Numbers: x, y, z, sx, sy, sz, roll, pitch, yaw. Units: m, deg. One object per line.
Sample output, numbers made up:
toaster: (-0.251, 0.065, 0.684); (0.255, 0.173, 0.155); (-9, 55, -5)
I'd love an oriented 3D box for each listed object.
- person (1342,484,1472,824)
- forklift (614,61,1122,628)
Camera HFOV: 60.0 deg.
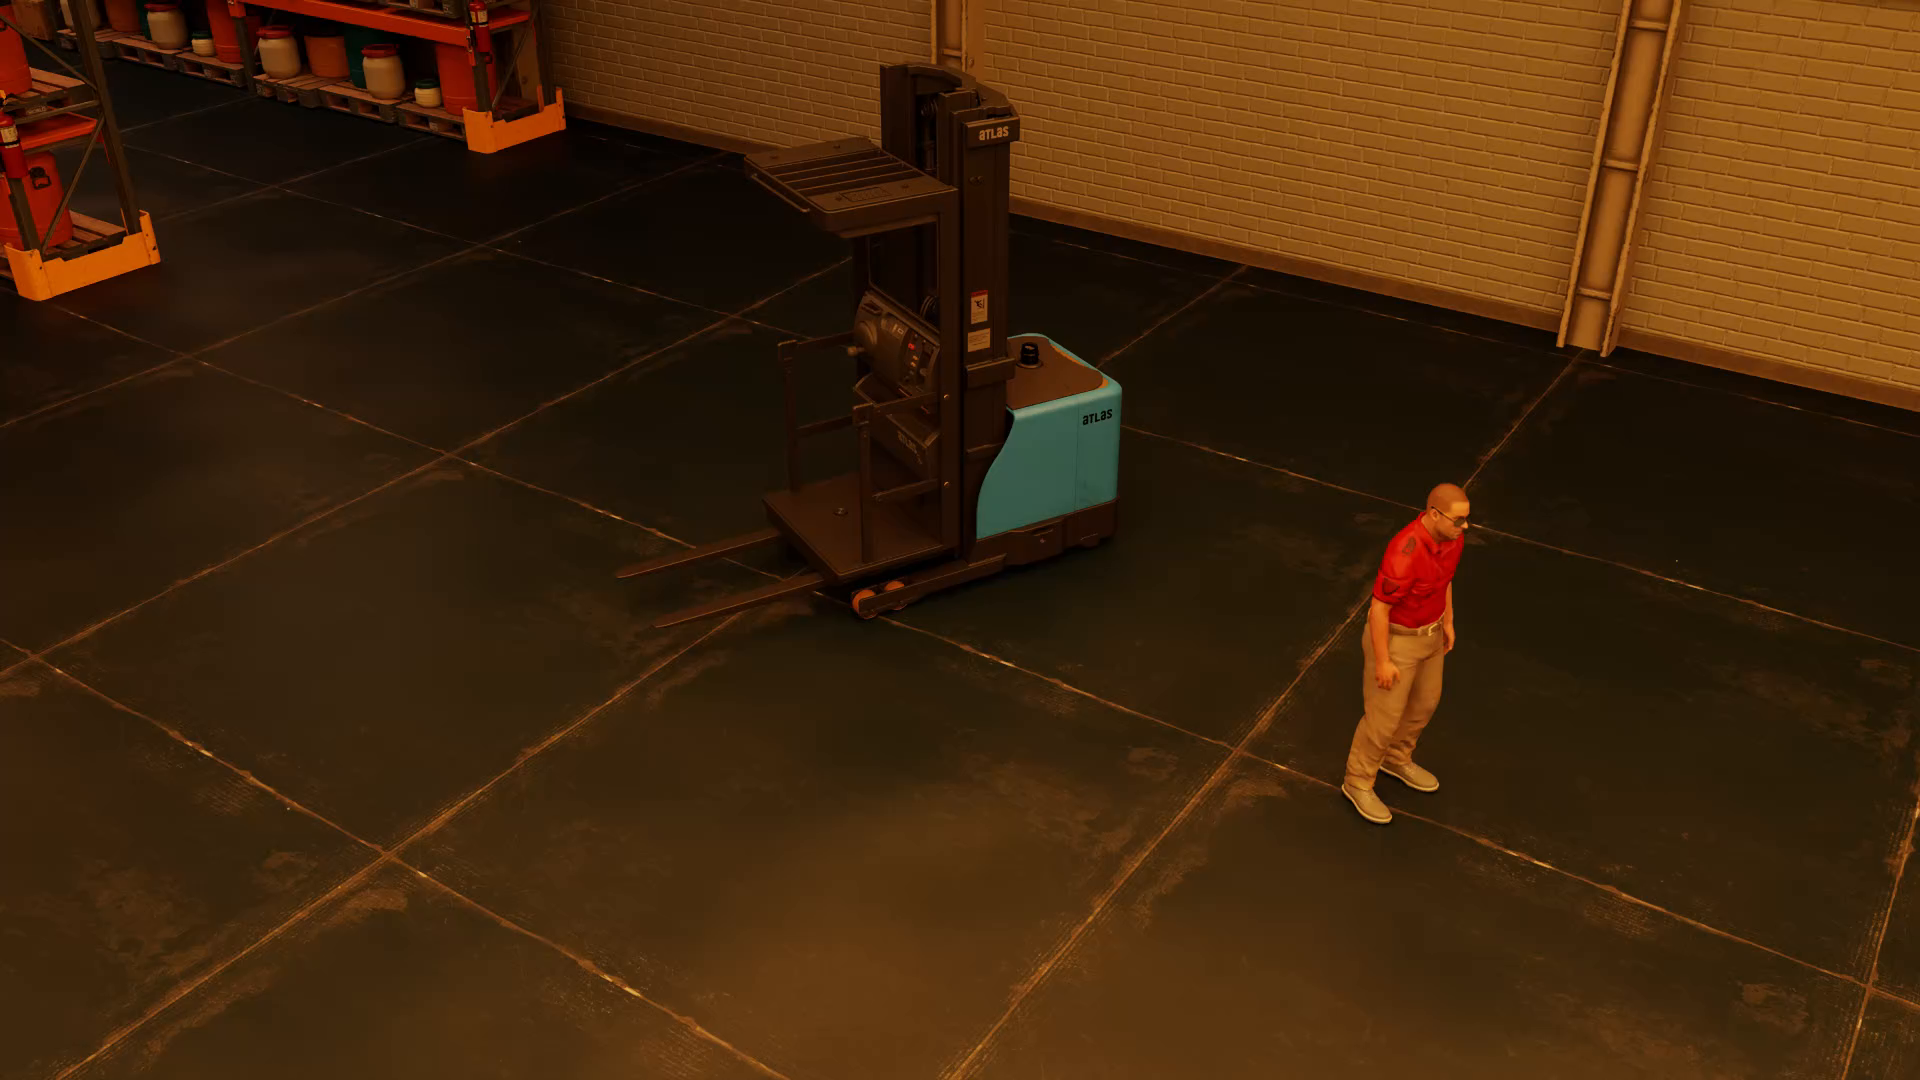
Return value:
person: (2.150, 0.490, 7.935); (0.599, 1.727, 0.388); (-24, 38, -35)
forklift: (-0.545, -1.111, 9.495); (3.031, 2.935, 1.130); (-16, 34, -25)
